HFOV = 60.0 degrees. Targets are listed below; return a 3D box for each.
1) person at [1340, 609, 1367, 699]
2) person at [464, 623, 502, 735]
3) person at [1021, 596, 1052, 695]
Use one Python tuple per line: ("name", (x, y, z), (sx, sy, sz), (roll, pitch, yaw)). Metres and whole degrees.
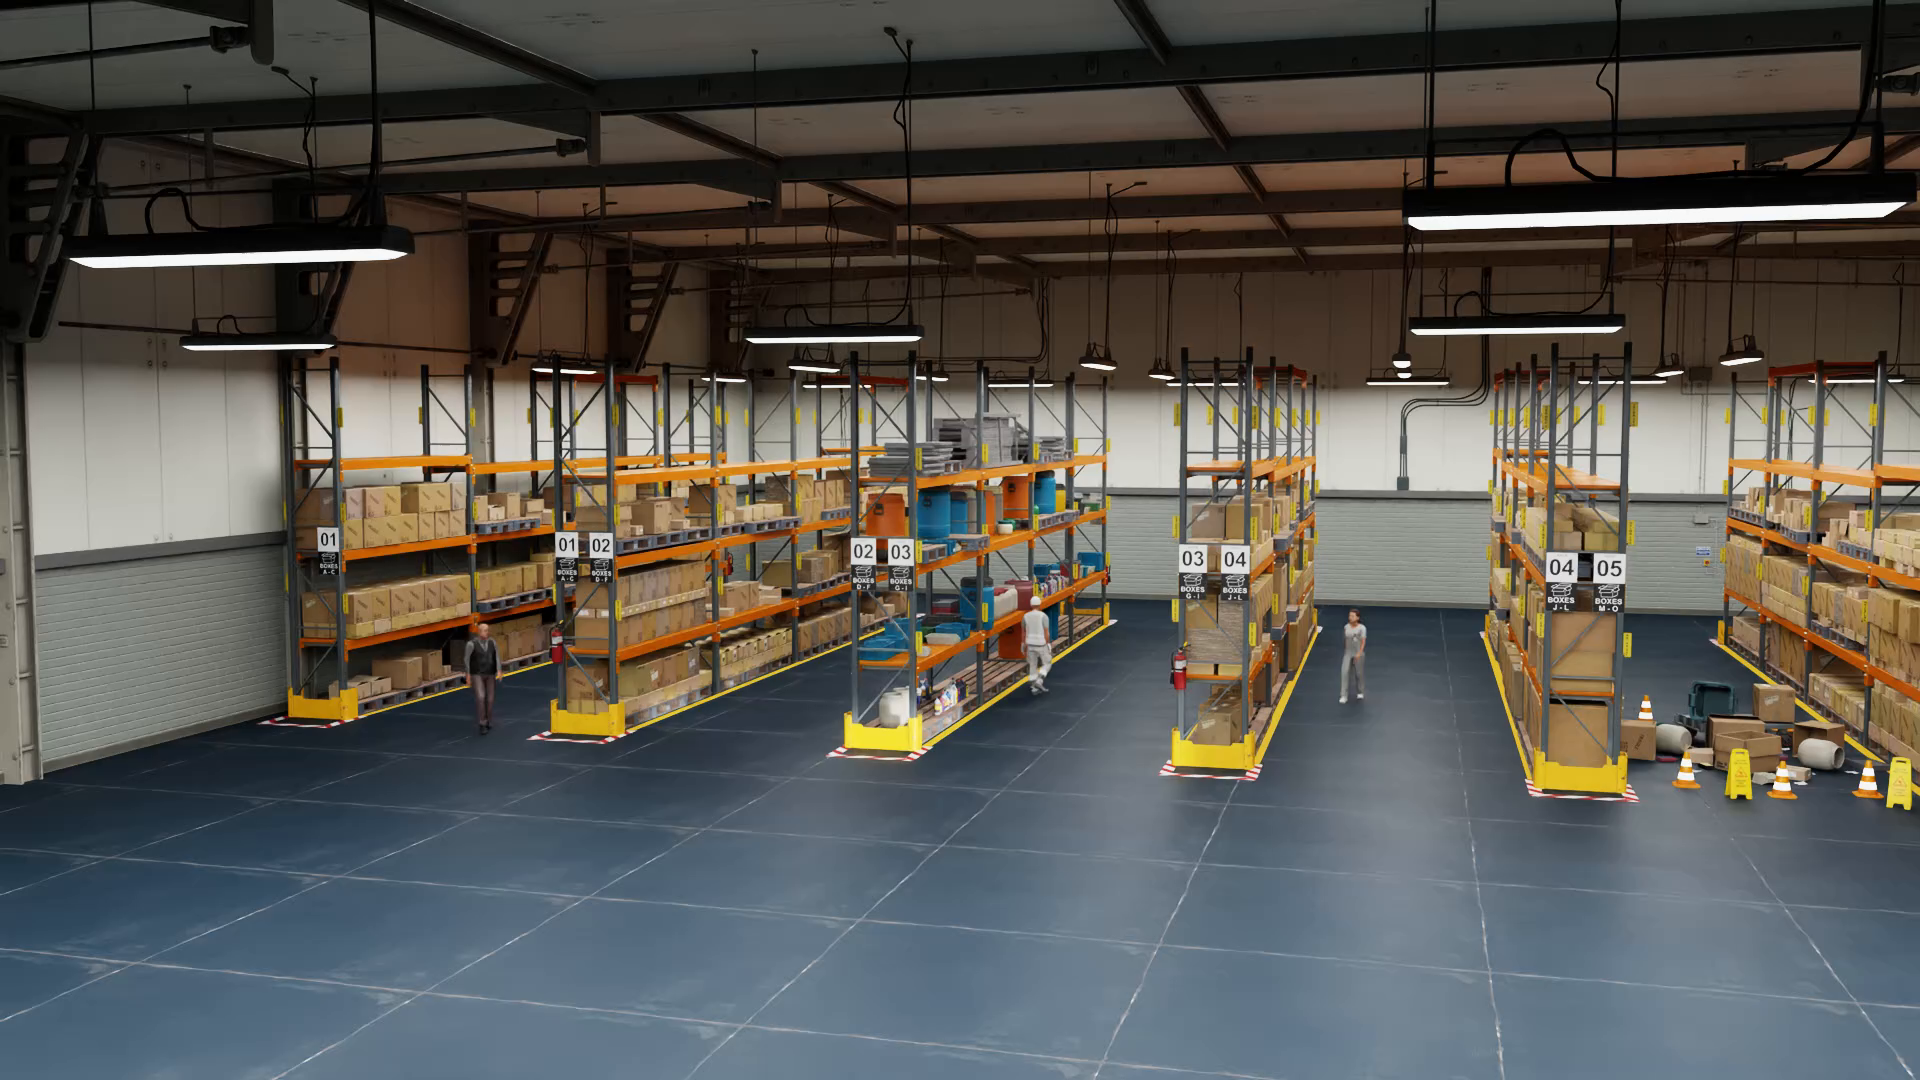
("person", (6.947, 1.996, 29.270), (0.434, 1.561, 0.836), (2, 5, 27))
("person", (-7.575, 2.211, 26.614), (0.564, 1.726, 0.733), (-3, 5, -38))
("person", (1.365, 1.912, 30.018), (0.570, 1.790, 0.530), (2, 5, 22))
